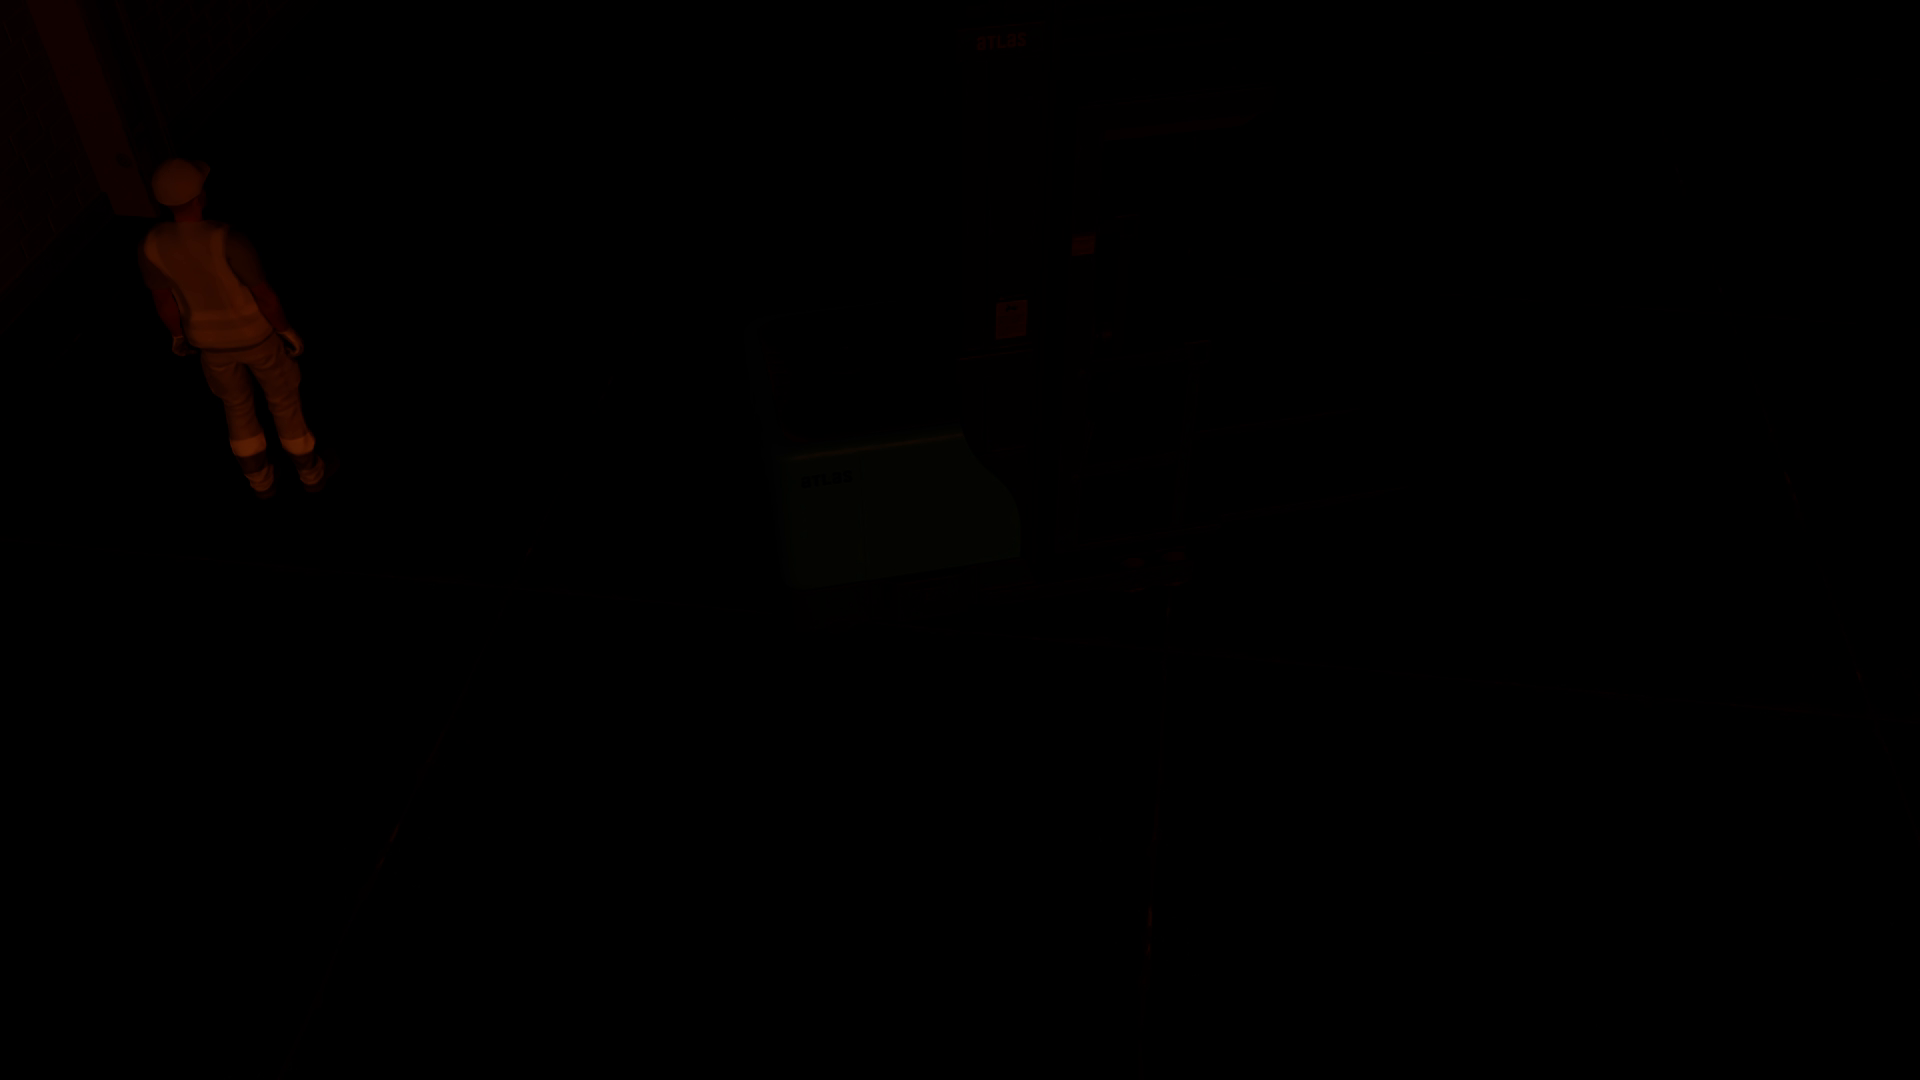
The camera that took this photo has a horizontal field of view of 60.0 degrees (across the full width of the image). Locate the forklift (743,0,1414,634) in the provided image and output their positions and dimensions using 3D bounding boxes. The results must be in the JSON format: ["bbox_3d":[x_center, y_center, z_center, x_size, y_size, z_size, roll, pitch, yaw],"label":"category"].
[{"bbox_3d":[0.598,-1.179,7.008,3.031,2.935,1.130,-9,43,-9],"label":"forklift"}]

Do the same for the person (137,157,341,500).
[{"bbox_3d":[-3.307,-0.956,7.610,0.595,1.795,0.370,-2,43,-2],"label":"person"}]
